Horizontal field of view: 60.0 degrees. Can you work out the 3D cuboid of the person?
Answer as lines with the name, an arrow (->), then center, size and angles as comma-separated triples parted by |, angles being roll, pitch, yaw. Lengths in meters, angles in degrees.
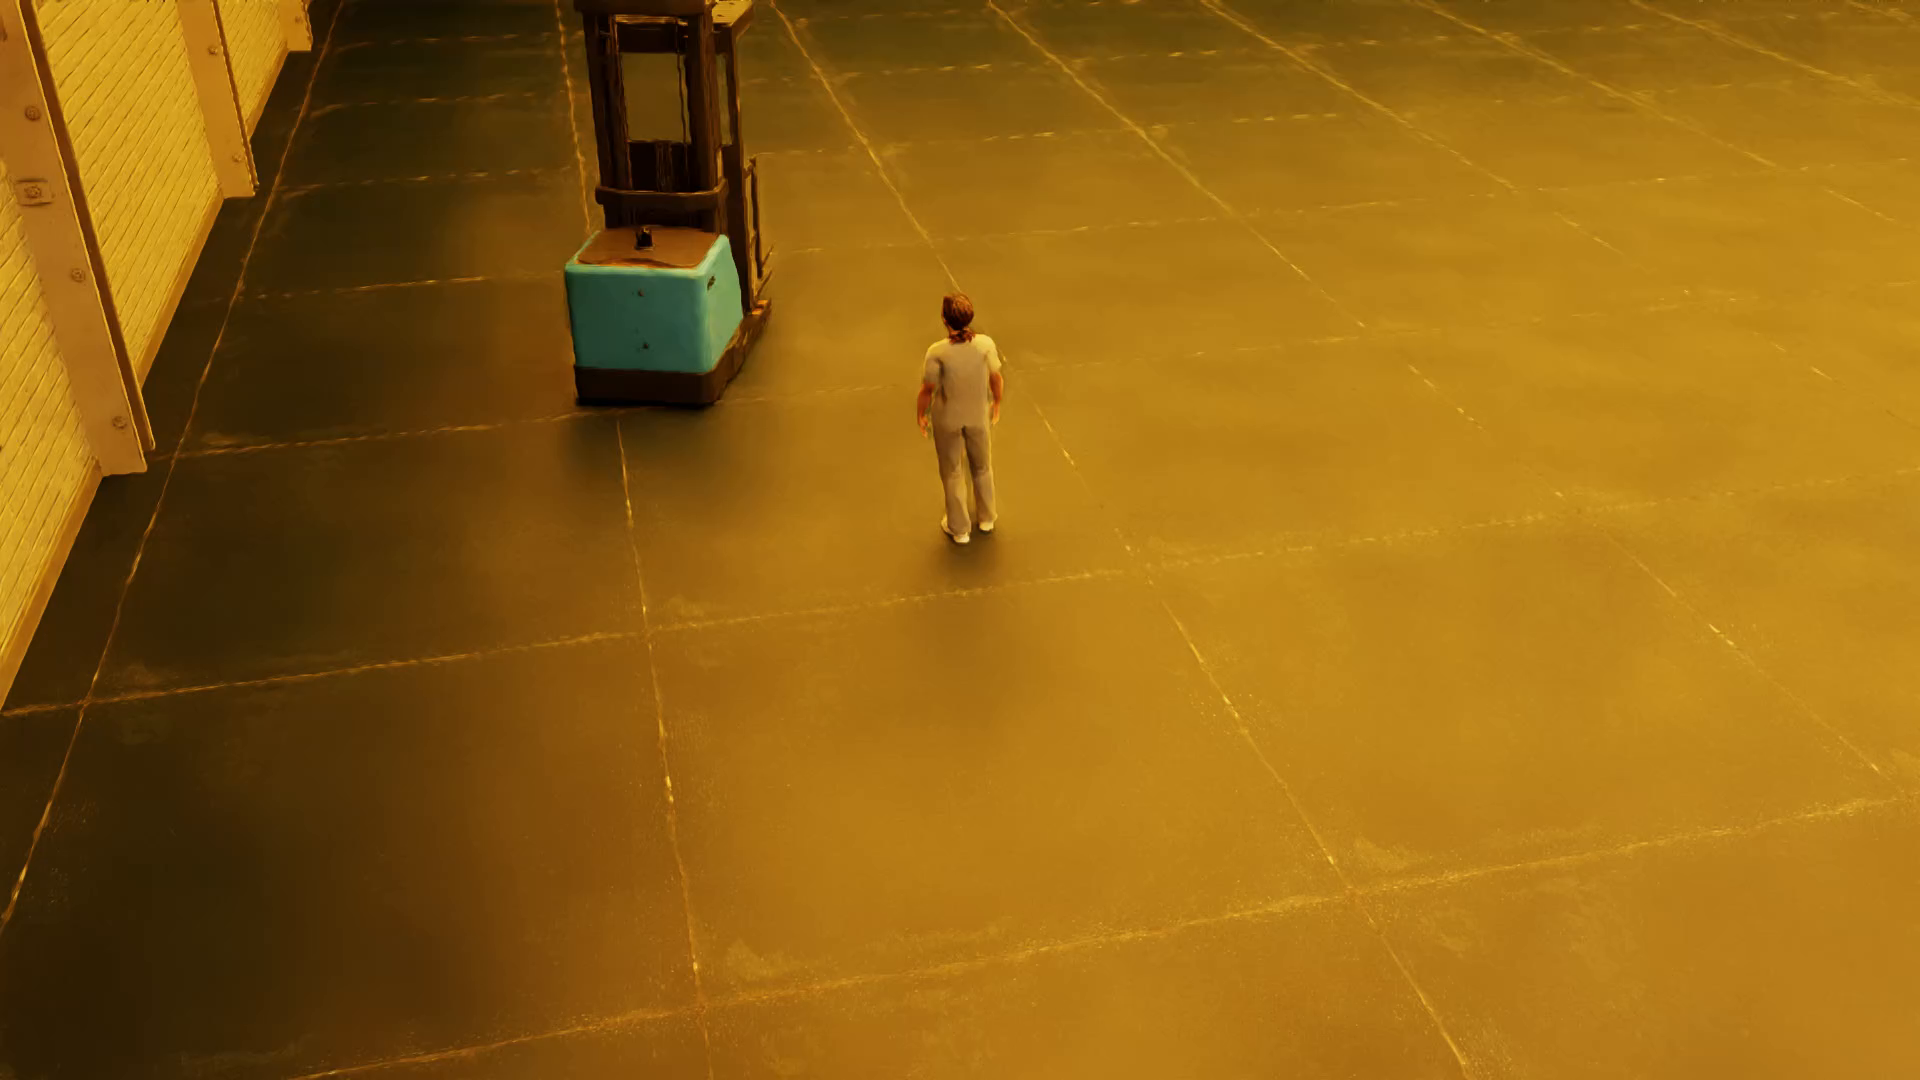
person -> -0.006, -0.767, 10.151 | 0.550, 1.660, 0.532 | -7, 31, -12

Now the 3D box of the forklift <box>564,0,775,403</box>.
forklift -> -2.137, -2.977, 12.716 | 1.130, 2.935, 3.031 | 3, 30, 6
